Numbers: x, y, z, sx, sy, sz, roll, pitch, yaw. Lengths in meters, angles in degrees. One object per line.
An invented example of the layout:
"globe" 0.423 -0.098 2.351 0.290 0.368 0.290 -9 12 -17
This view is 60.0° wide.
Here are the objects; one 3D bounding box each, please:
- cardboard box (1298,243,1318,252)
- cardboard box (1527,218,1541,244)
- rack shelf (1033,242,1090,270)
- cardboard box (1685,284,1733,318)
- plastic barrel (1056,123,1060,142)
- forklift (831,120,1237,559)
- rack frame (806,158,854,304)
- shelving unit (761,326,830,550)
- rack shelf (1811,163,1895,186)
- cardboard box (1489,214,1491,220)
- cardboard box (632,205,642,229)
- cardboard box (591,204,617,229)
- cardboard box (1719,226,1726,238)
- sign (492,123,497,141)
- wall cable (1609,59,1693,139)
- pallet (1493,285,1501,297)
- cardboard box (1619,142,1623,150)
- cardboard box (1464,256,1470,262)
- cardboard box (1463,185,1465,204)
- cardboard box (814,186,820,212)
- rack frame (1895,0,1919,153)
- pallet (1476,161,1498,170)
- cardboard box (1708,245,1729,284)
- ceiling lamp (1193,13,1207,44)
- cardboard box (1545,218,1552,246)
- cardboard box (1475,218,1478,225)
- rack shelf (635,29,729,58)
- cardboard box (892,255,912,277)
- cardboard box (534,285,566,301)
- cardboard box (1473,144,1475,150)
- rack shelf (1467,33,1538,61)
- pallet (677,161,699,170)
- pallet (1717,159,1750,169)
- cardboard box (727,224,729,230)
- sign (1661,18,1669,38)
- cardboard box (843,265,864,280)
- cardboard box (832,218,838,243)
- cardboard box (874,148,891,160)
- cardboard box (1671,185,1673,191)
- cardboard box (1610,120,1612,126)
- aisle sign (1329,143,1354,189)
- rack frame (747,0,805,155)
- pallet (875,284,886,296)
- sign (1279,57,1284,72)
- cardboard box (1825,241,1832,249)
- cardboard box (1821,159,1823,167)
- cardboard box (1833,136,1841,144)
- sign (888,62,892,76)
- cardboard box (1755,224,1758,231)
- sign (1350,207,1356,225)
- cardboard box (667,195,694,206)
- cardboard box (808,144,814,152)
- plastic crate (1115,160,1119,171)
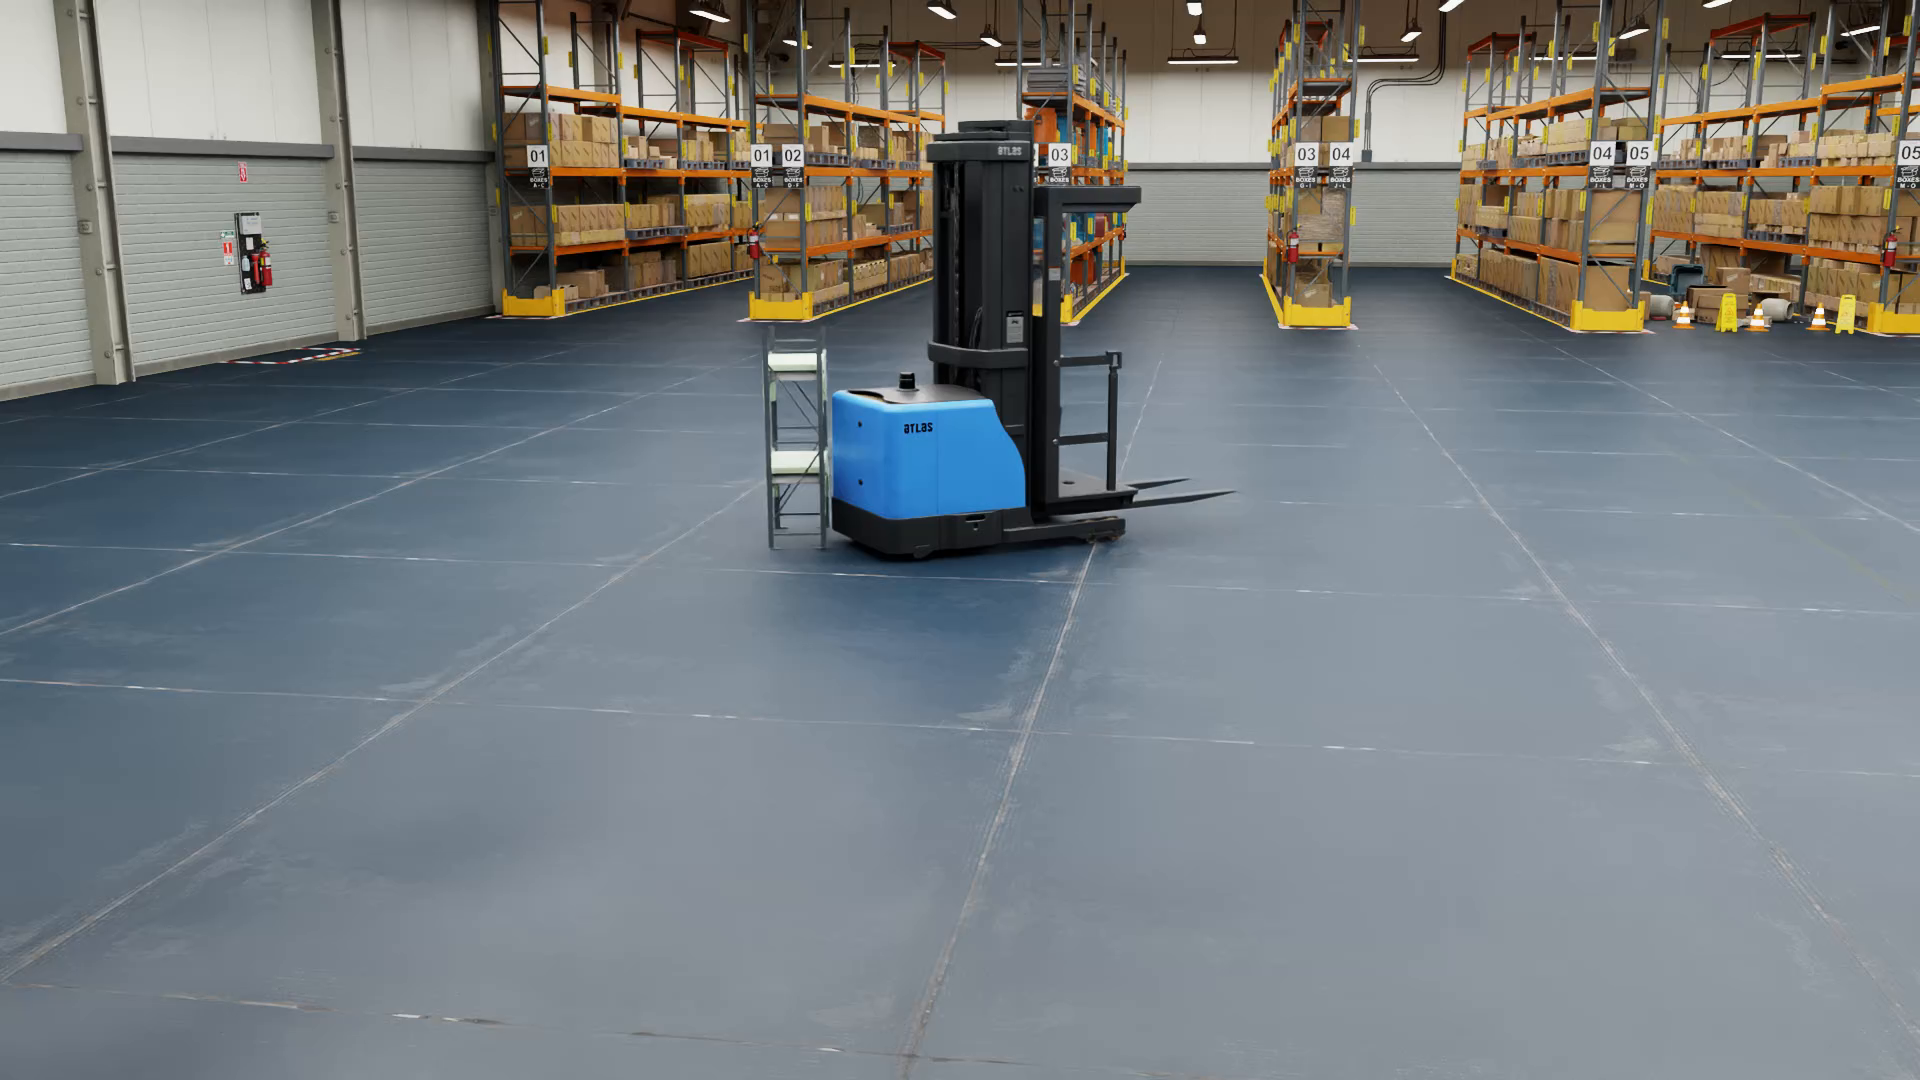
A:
"cardboard box" 6.253 -5.277 29.953 0.380 0.149 0.250 2 12 9
"cardboard box" 11.808 -6.256 33.663 0.500 0.500 0.500 2 12 8
"rack shelf" 1.827 -5.558 32.373 1.077 0.370 4.000 2 12 9
"cardboard box" 14.110 -4.501 31.361 0.797 0.637 0.503 2 12 9
"plastic barrel" 1.569 -7.499 31.106 0.600 0.588 0.600 0 12 0
"forklift" 0.619 -1.504 12.014 3.031 2.935 1.130 -6 14 -27
"rack frame" -2.759 -6.488 34.977 1.000 3.000 0.127 2 12 9
"shelving unit" -1.163 -0.746 11.888 0.431 1.500 0.755 -1 12 -2
"rack shelf" 16.513 -6.543 29.822 1.077 0.370 4.000 2 12 9
"cardboard box" 12.312 -7.377 37.996 0.380 0.149 0.250 2 12 8
"cardboard box" -7.450 -7.132 36.687 0.700 0.500 0.500 3 13 14
"cardboard box" -7.493 -6.738 34.667 0.500 0.500 0.500 2 12 8
"cardboard box" 17.414 -6.929 37.381 0.500 0.250 0.500 2 12 8
"sign" -8.815 -7.736 31.548 0.100 0.325 0.005 2 12 9
"wall cable" 20.005 -12.444 48.375 2.355 3.000 0.029 2 12 9
"pallet" 12.651 -5.616 37.553 1.003 0.211 1.213 2 12 9
"cardboard box" 11.707 -6.863 28.962 0.380 0.149 0.250 2 12 9
"cardboard box" 13.160 -7.212 42.696 0.380 0.149 0.250 2 12 10
"cardboard box" 13.357 -8.975 43.203 0.500 0.500 0.500 2 12 10
"cardboard box" -3.130 -6.661 32.462 0.700 0.500 0.500 2 12 9
"rack frame" 16.205 -7.945 27.499 1.000 3.000 0.127 2 12 9
"pallet" 12.944 -8.899 39.492 1.213 0.211 1.003 2 12 9
"cardboard box" 17.904 -6.357 38.417 0.875 0.875 0.875 2 12 10
"ceiling lamp" 6.002 -13.513 39.483 0.800 3.185 2.000 2 12 9
"cardboard box" 11.869 -5.980 32.267 0.875 0.550 0.550 2 12 9
"cardboard box" 12.629 -7.665 40.039 0.380 0.149 0.250 1 12 6
"rack shelf" -6.732 -12.102 40.608 1.077 0.370 4.000 2 12 9
"cardboard box" -1.483 -6.827 41.442 0.500 0.500 0.500 2 12 9
"cardboard box" -8.074 -4.857 32.747 0.500 0.311 0.500 0 12 2
"cardboard box" 13.114 -9.879 41.818 0.380 0.149 0.250 2 12 8
"rack shelf" 13.452 -12.272 41.394 1.077 0.370 4.000 2 12 9
"pallet" -6.993 -8.990 39.916 1.213 0.211 1.003 2 12 11
"pallet" 17.652 -8.420 37.273 1.003 0.211 1.213 2 12 11
"cardboard box" -6.197 -8.120 43.101 0.380 0.149 0.250 2 12 9
"sign" 11.846 -8.599 27.941 0.100 0.325 0.005 2 12 9
"cardboard box" -2.367 -5.805 36.008 0.500 0.311 0.500 2 12 8
"cardboard box" -2.896 -6.334 34.027 0.700 0.500 0.500 2 12 8
"cardboard box" -2.110 -8.927 38.941 0.910 0.500 0.500 2 12 9
"cardboard box" 18.124 -8.863 41.849 0.380 0.149 0.250 2 12 9
"cardboard box" 11.861 -7.463 29.851 0.380 0.149 0.250 2 12 8
"aisle sign" 6.700 -6.581 29.242 0.394 0.787 0.004 2 12 9
"rack frame" -3.374 -8.588 30.482 1.000 3.000 0.127 2 12 9
"pallet" -2.309 -5.787 38.346 1.003 0.211 1.213 2 12 9
"sign" 7.095 -10.483 36.681 0.100 0.325 0.005 2 12 9
"cardboard box" 16.384 -5.506 31.018 0.380 0.149 0.250 2 12 10
"cardboard box" 16.527 -7.131 31.438 0.380 0.149 0.250 2 12 8
"cardboard box" 16.322 -7.360 30.607 0.380 0.149 0.250 2 12 8
"sign" -1.595 -10.770 38.014 0.100 0.325 0.005 2 12 9
"cardboard box" 17.125 -6.641 35.286 0.380 0.149 0.250 1 12 5
"sign" 6.950 -5.739 29.448 0.100 0.325 0.005 2 12 9
"cardboard box" -6.710 -8.143 39.887 0.500 0.250 0.500 2 12 10
"cardboard box" -3.019 -7.511 31.875 0.380 0.149 0.250 2 12 9
"plastic crate" 3.827 -9.644 42.813 0.497 0.269 0.590 2 12 9
